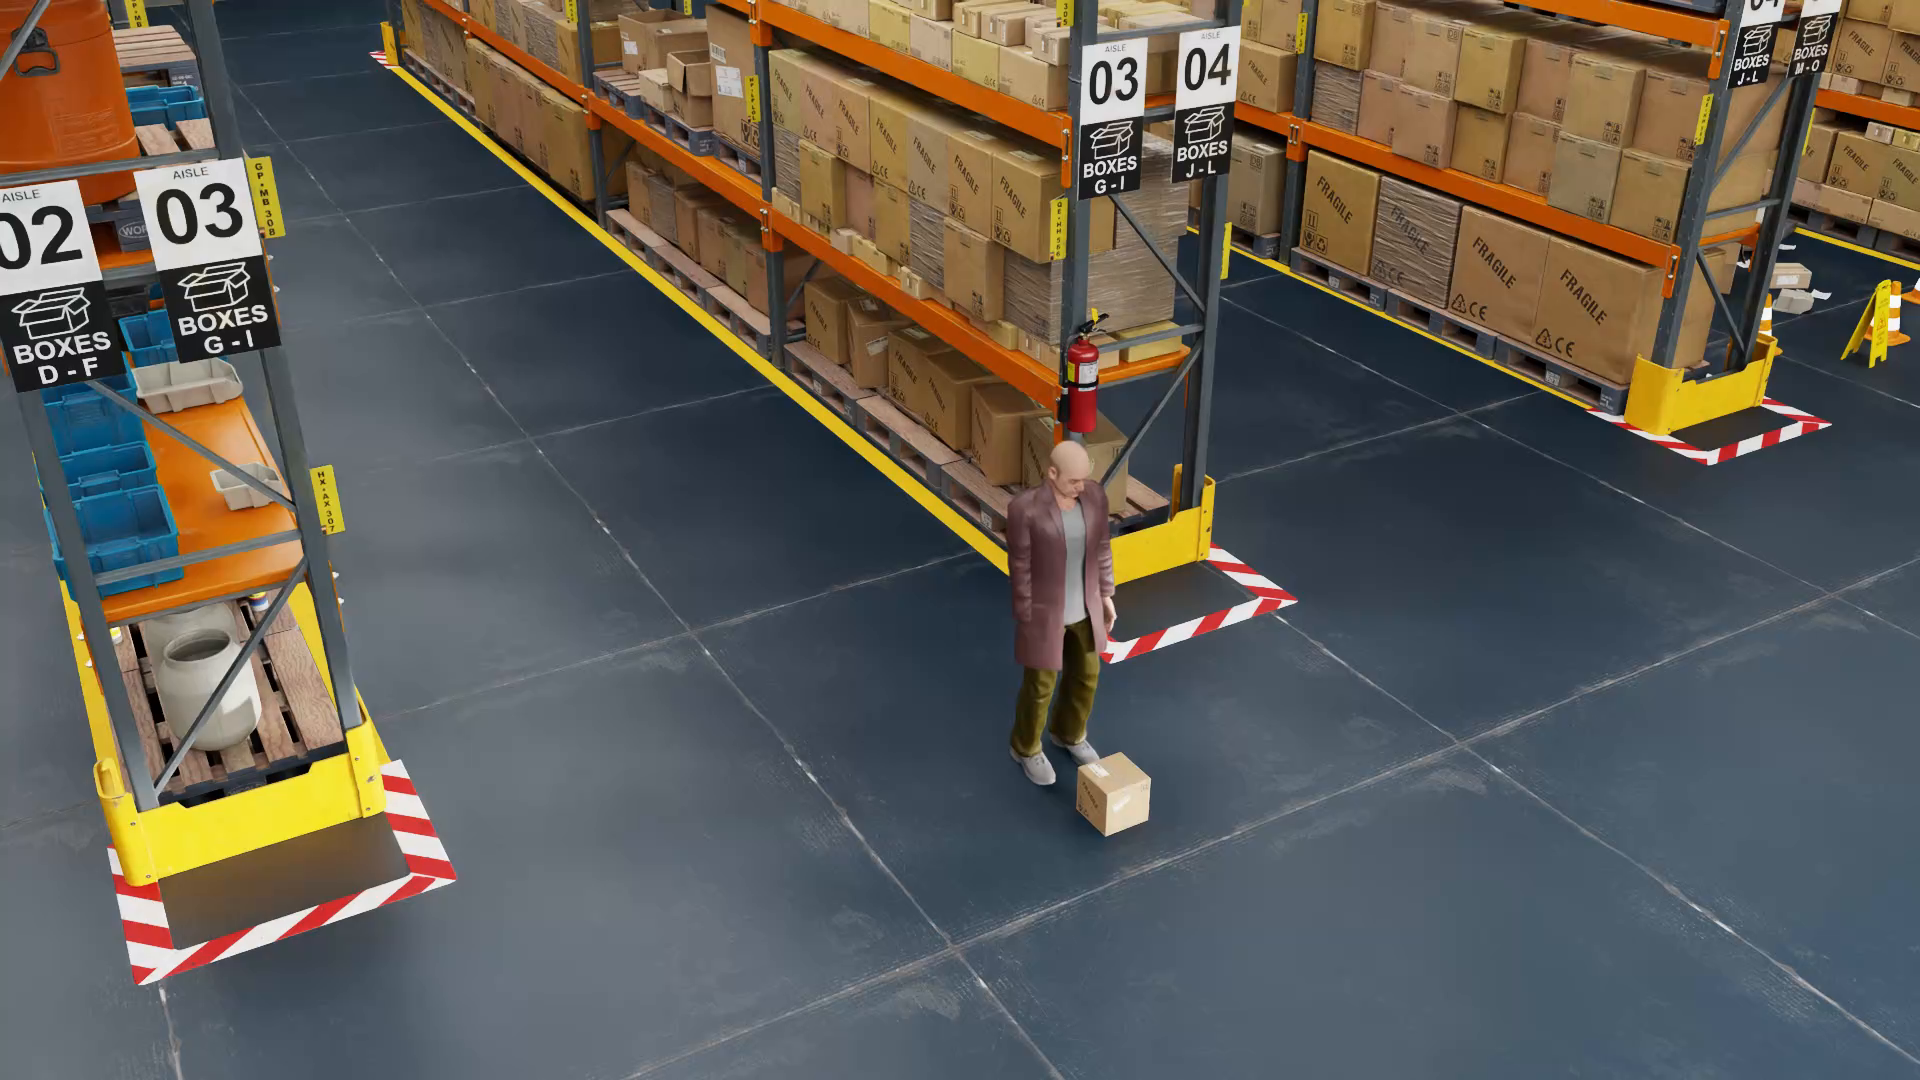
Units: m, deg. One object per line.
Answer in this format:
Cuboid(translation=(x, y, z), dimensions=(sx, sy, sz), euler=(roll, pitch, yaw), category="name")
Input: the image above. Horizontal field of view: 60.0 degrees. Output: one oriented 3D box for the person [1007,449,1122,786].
Cuboid(translation=(0.501, 0.345, 7.992), dimensions=(0.579, 1.752, 0.394), euler=(-15, 32, -25), category="person")
